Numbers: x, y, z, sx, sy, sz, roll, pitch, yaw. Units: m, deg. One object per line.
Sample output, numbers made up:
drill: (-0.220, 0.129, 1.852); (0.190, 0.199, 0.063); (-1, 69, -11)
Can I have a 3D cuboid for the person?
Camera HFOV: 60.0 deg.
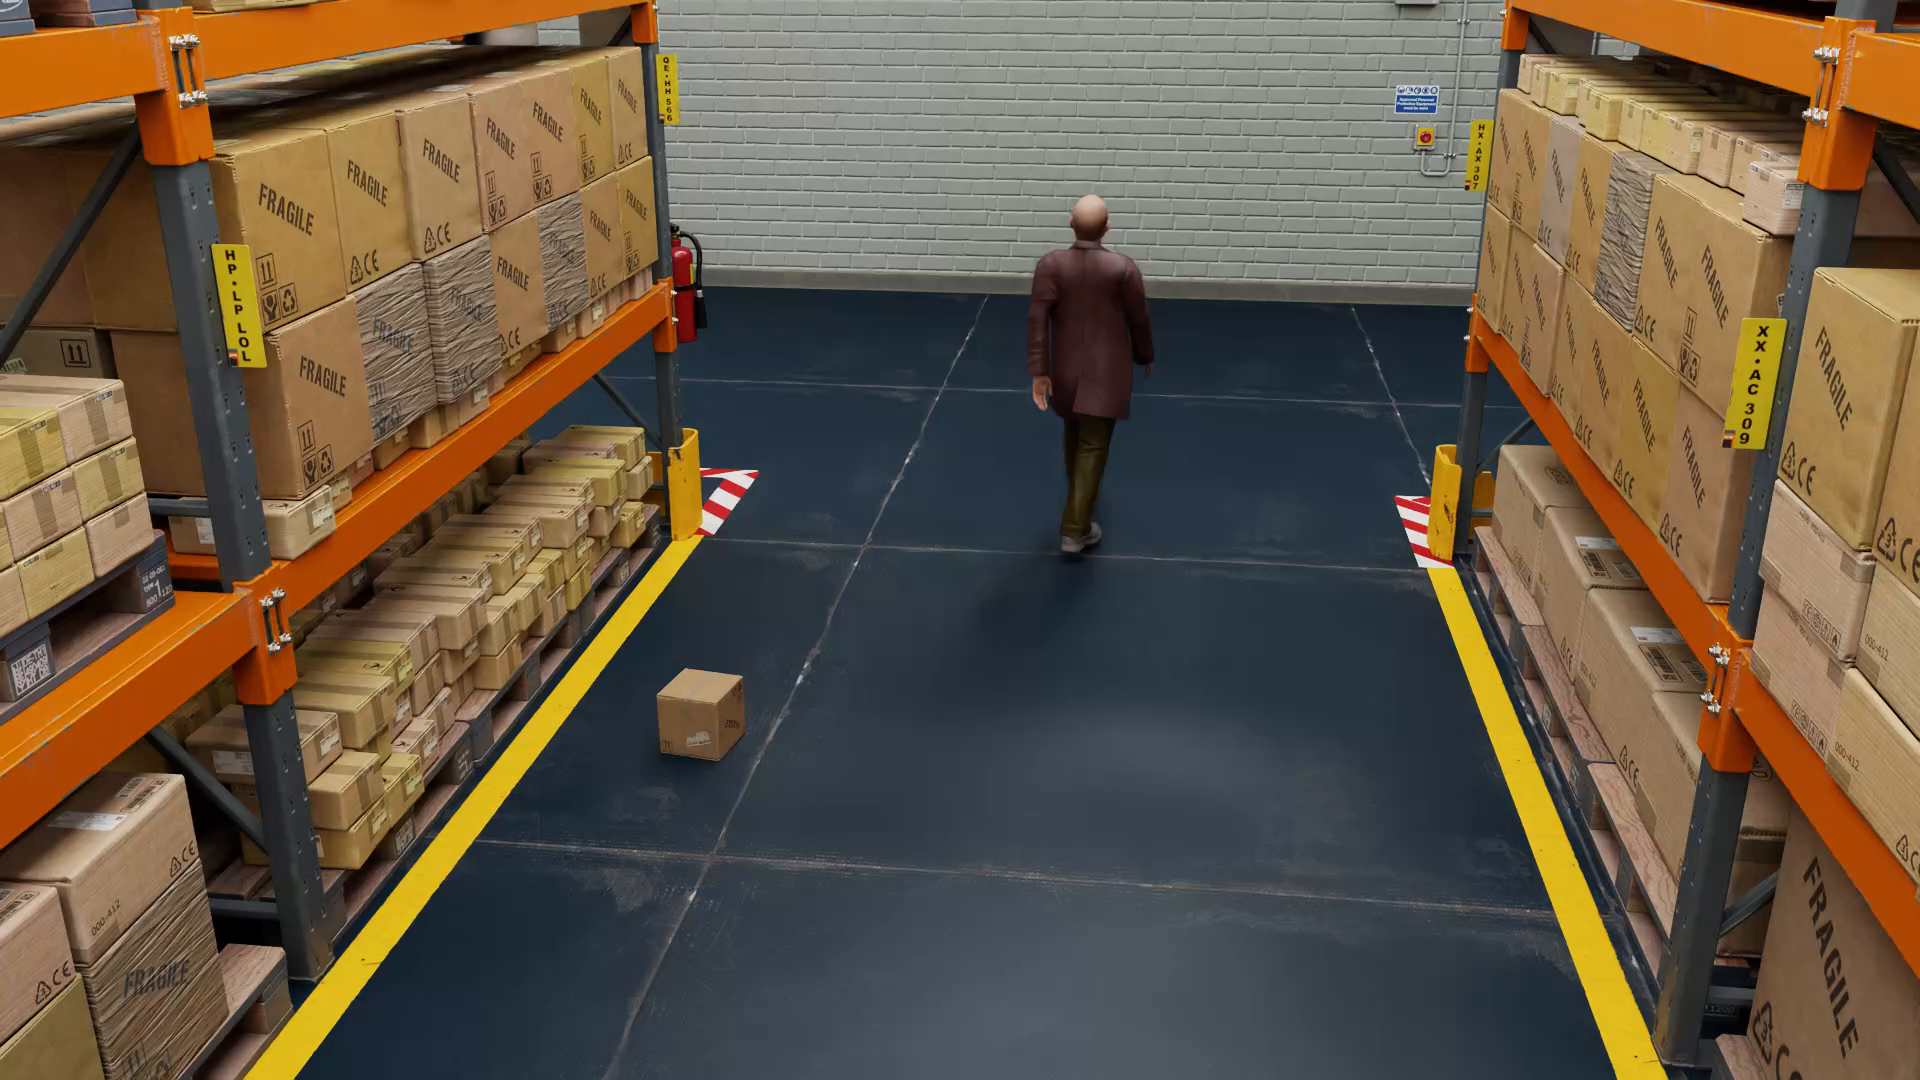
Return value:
person: (0.695, -0.891, 8.398); (0.571, 1.733, 1.022); (9, 23, 22)
